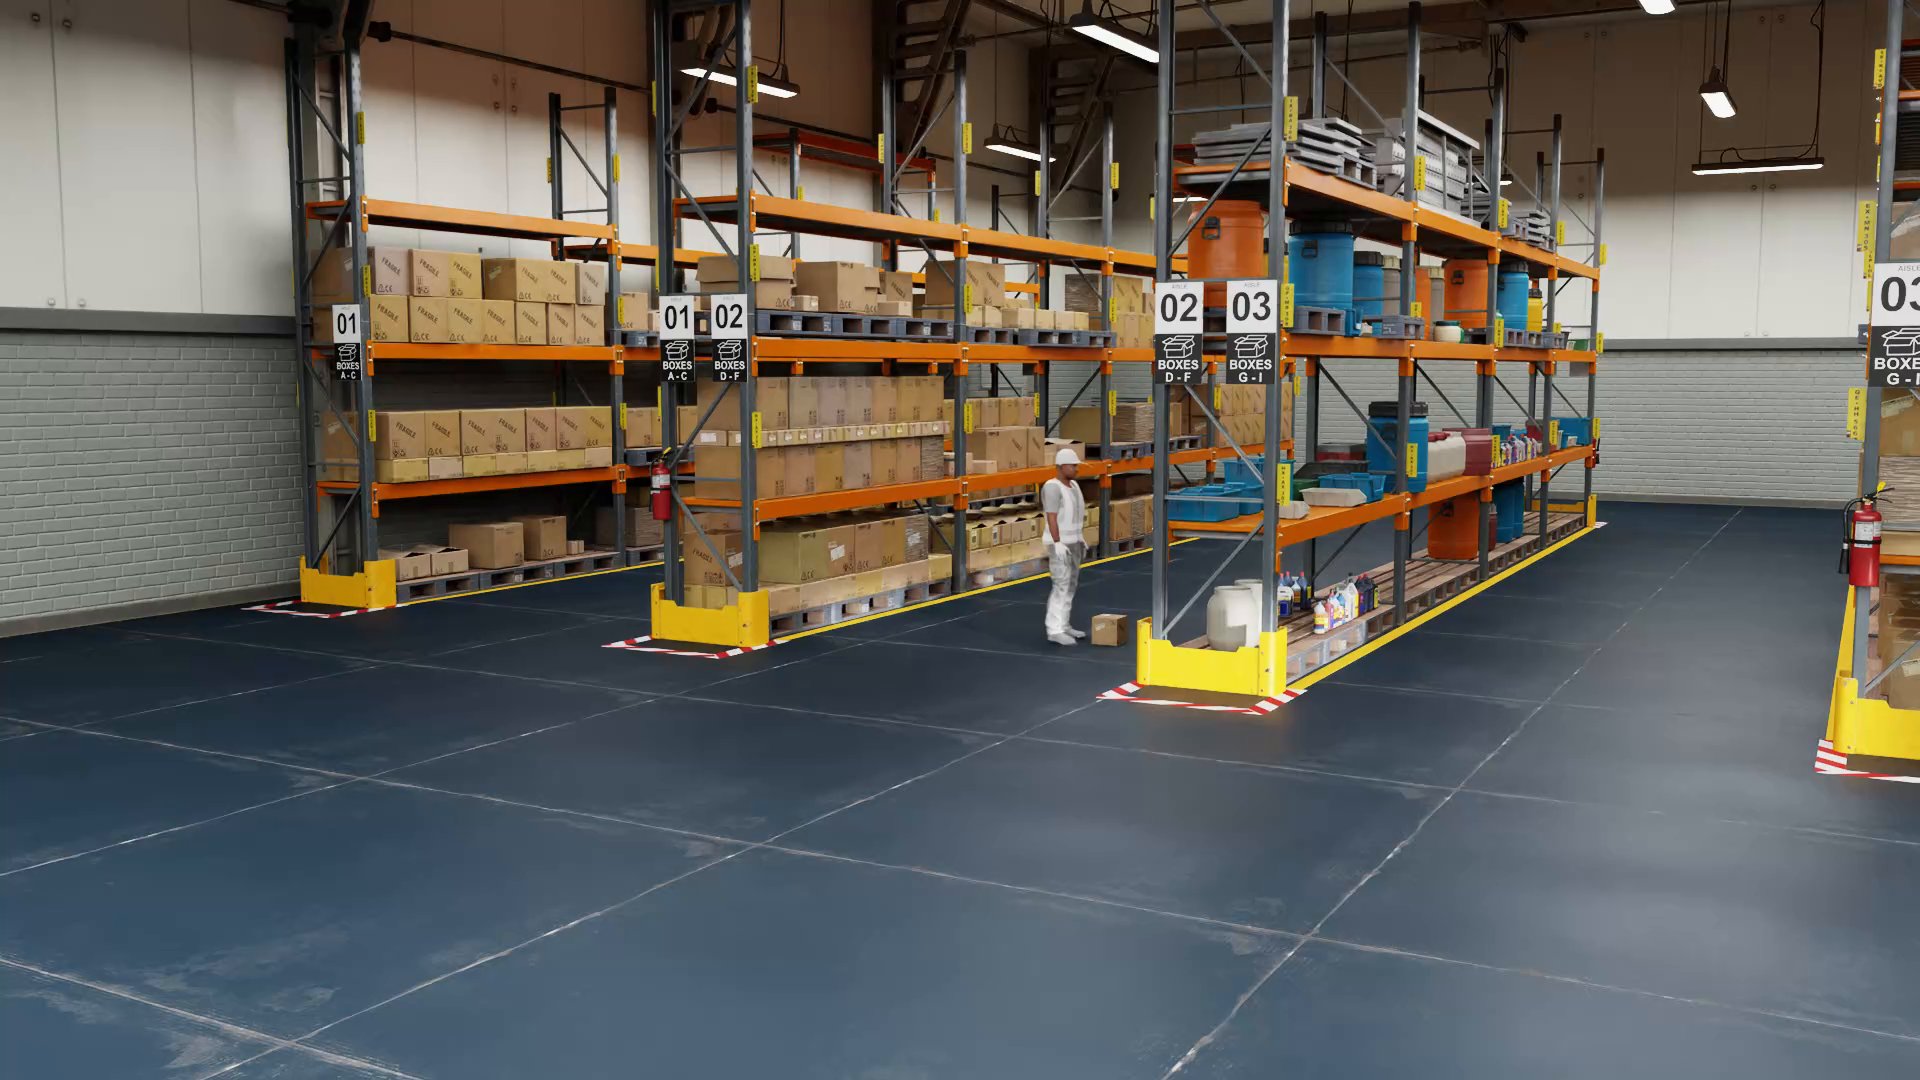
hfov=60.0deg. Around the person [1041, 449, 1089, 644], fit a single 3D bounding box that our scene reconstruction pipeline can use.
[{"bbox_3d":[0.989,0.046,15.523,0.390,1.787,0.550,3,7,29],"label":"person"}]
